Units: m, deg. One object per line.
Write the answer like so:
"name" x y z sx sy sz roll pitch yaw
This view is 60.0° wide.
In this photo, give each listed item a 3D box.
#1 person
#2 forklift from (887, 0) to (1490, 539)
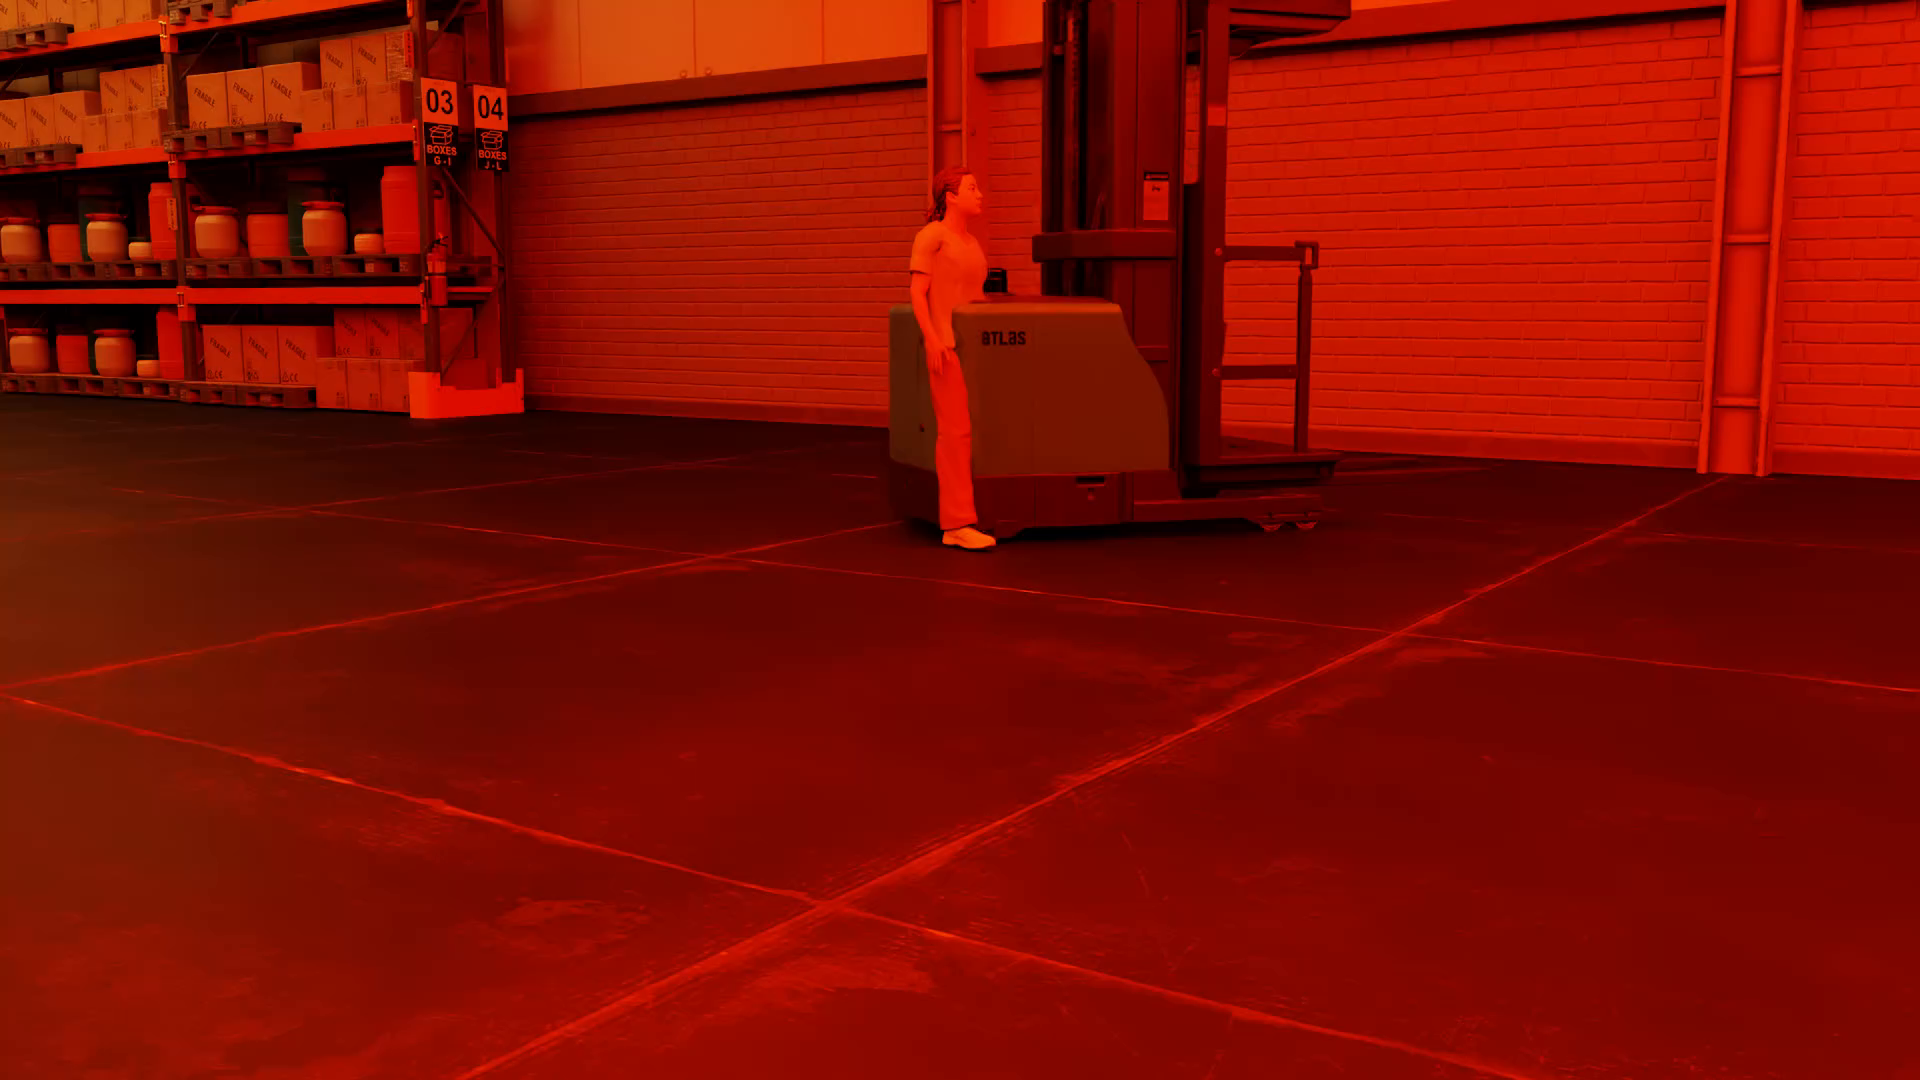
"person" 0.055 -0.830 7.434 0.548 1.673 0.553 5 10 34
"forklift" 1.208 -1.563 8.181 3.031 2.935 1.130 -3 9 -21
